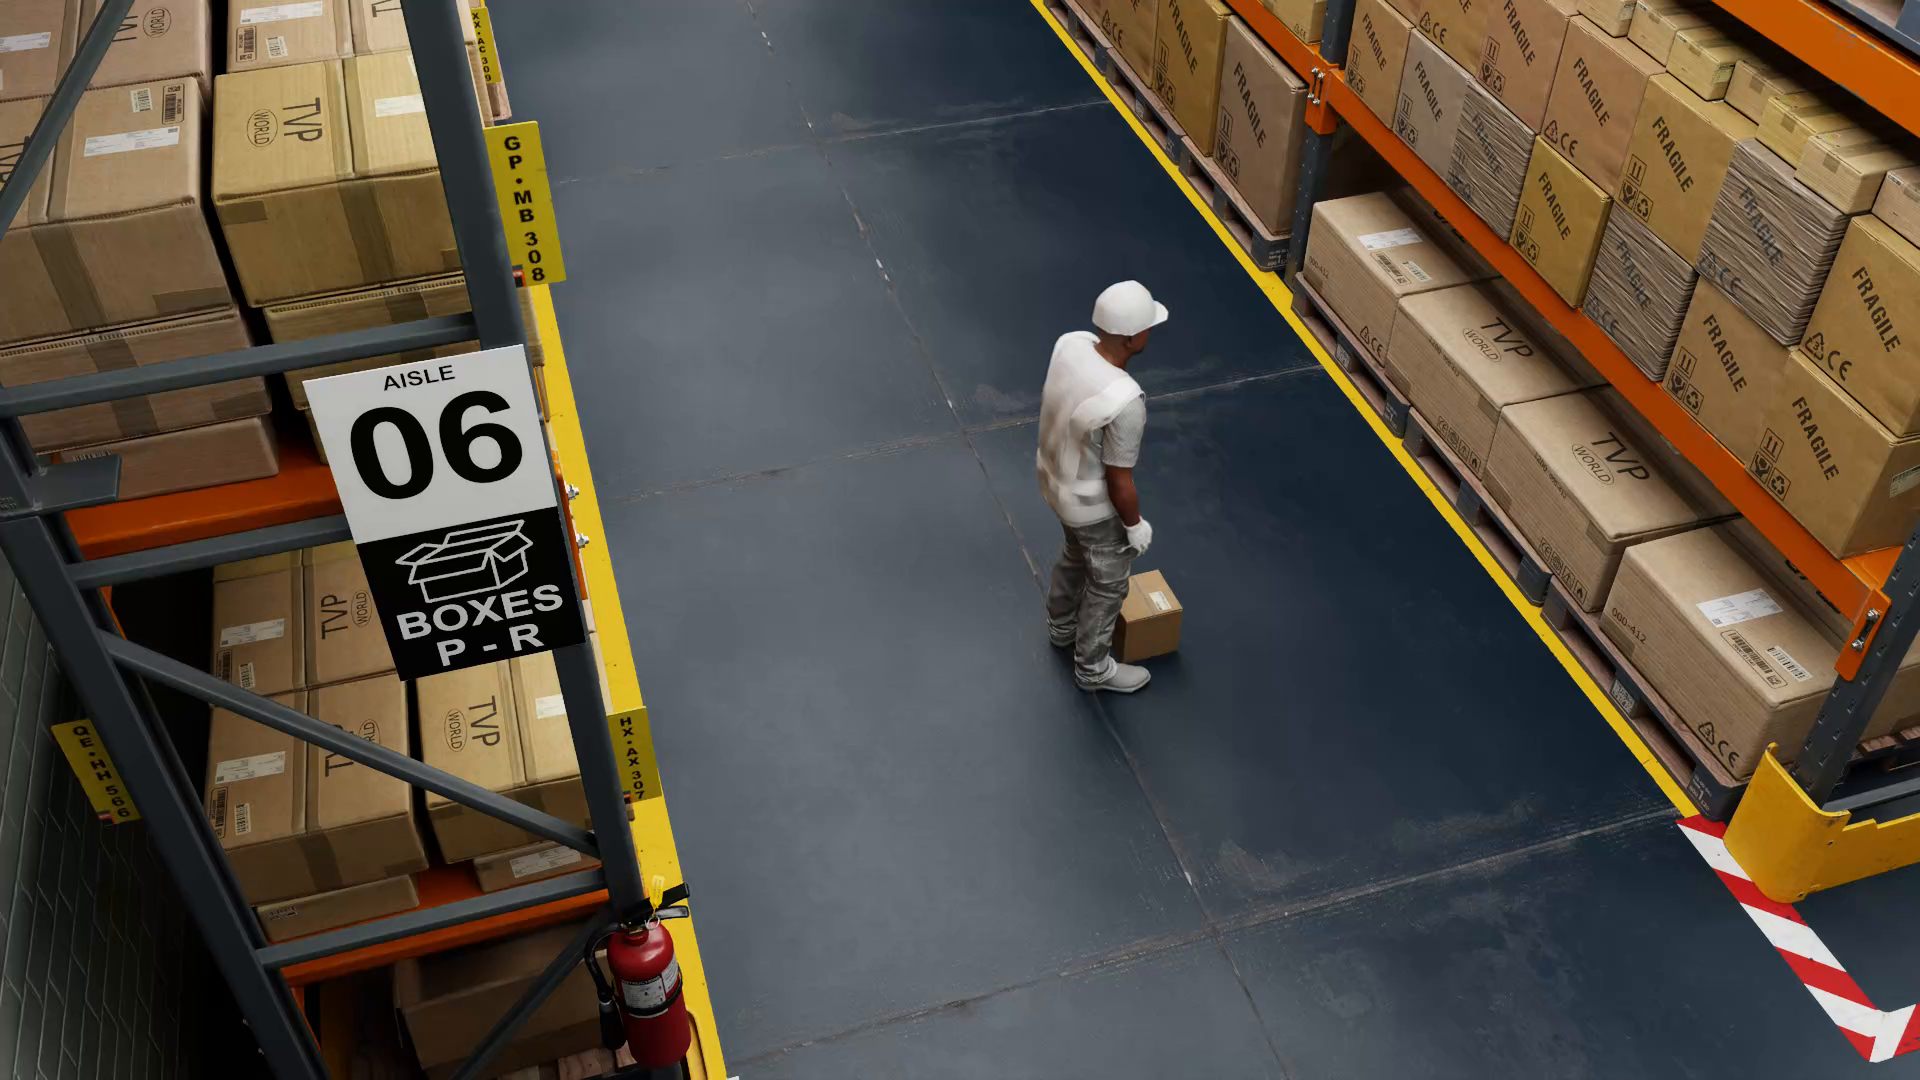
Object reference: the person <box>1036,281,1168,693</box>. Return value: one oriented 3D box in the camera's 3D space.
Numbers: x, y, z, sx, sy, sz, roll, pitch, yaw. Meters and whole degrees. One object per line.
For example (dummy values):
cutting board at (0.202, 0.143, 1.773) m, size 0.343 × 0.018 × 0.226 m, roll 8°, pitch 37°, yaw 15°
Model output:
person at (0.533, -0.199, 6.373) m, size 0.445 × 1.775 × 0.632 m, roll -13°, pitch 44°, yaw -15°
